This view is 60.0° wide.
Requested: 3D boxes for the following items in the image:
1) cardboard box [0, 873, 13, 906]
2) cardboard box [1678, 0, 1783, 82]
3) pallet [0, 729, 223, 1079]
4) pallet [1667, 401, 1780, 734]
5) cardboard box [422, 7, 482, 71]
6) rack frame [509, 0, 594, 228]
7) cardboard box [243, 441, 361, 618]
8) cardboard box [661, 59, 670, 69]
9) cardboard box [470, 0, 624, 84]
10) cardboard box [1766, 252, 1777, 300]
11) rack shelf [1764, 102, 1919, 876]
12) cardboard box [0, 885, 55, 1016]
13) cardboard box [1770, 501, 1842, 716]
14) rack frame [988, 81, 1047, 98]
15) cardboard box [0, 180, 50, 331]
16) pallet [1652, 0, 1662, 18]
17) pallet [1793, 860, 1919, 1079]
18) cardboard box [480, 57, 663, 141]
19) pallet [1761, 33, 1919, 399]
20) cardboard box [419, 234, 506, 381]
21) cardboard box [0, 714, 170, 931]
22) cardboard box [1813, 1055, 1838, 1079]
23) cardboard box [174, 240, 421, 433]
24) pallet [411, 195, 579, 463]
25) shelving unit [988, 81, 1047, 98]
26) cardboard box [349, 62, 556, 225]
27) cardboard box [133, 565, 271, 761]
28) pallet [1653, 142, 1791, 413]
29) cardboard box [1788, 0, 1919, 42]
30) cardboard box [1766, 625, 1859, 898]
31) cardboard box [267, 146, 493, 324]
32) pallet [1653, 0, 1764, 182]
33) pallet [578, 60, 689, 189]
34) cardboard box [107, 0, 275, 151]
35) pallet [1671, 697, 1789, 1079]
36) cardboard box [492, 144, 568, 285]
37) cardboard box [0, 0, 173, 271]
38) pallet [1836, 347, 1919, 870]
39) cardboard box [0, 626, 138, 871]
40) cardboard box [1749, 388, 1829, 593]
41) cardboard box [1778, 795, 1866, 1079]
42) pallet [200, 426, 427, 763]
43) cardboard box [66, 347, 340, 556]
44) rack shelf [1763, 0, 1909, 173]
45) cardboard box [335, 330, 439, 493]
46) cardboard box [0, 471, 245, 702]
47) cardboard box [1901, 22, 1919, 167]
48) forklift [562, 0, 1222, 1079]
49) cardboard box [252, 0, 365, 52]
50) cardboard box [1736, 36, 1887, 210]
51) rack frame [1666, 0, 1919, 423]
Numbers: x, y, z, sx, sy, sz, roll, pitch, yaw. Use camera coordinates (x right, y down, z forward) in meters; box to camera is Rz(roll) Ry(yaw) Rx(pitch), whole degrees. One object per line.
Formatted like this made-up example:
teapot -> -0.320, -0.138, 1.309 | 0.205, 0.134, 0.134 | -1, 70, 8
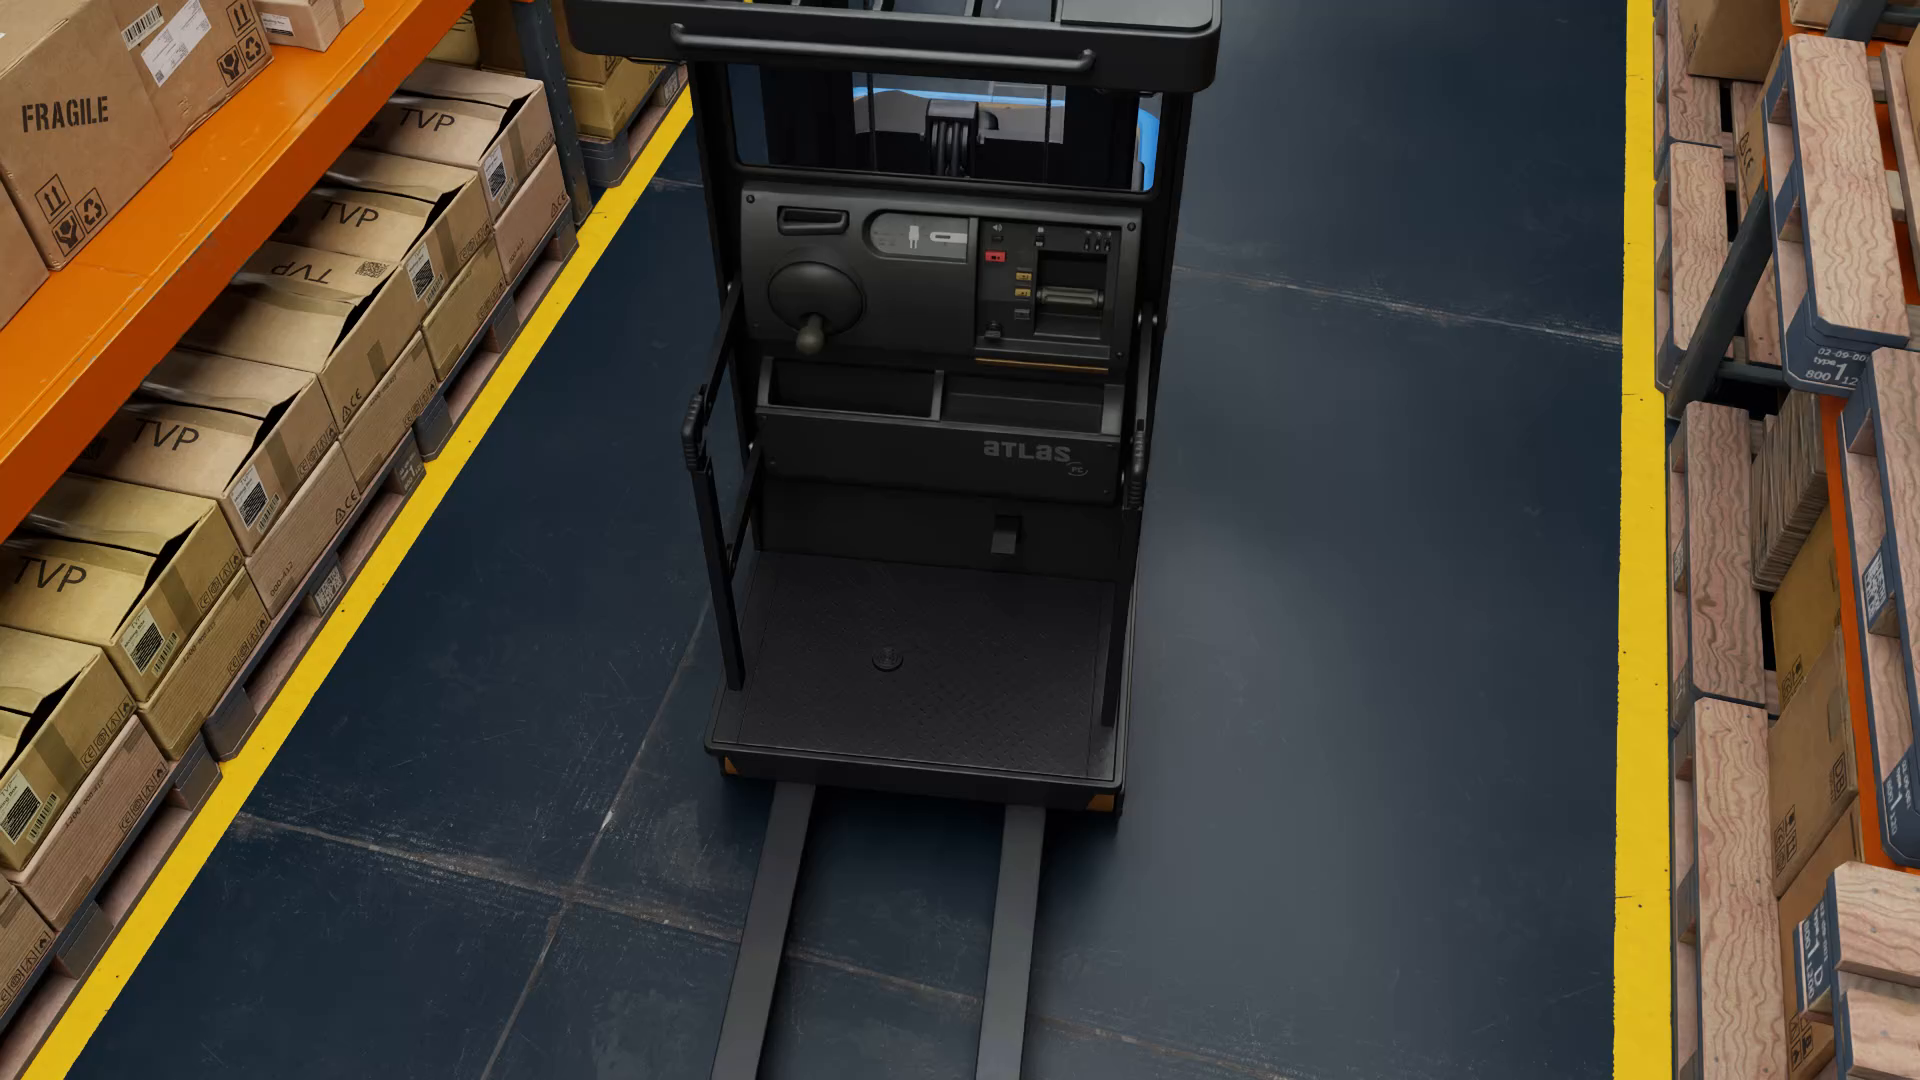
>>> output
cardboard box -> -2.533, 0.842, 3.686 | 0.500, 0.311, 0.500 | 13, 50, 11
cardboard box -> 3.271, -2.137, 6.509 | 0.700, 0.500, 0.500 | 9, 49, 8
pallet -> -2.700, 0.912, 4.304 | 1.003, 0.211, 1.213 | 12, 50, 10
pallet -> 2.675, 0.145, 4.981 | 1.003, 0.211, 1.213 | 12, 50, 10
cardboard box -> -1.991, -1.924, 6.501 | 0.500, 0.250, 0.500 | 12, 50, 10
rack frame -> -1.902, -2.316, 5.293 | 1.000, 3.000, 0.127 | 12, 50, 10
cardboard box -> -2.136, -0.084, 4.878 | 0.500, 0.250, 0.500 | 12, 50, 11
cardboard box -> -1.351, -2.181, 6.728 | 0.500, 0.250, 0.500 | 12, 50, 10
cardboard box -> -1.478, -2.067, 6.127 | 0.500, 0.500, 0.500 | 12, 50, 10
cardboard box -> 2.990, -0.942, 5.677 | 0.380, 0.166, 0.250 | 6, 49, 5
rack shelf -> 2.352, 0.344, 3.426 | 1.077, 0.370, 4.000 | 12, 50, 10
cardboard box -> -2.533, 1.027, 3.896 | 0.500, 0.250, 0.500 | 11, 50, 10
cardboard box -> 2.613, 0.260, 4.394 | 0.700, 0.500, 0.500 | 11, 49, 9
rack frame -> 0.185, -1.412, 6.245 | 0.240, 0.006, 1.200 | 4, 49, 4
cardboard box -> -2.529, -0.673, 3.776 | 0.500, 0.500, 0.500 | 9, 49, 8
pallet -> 3.663, -2.676, 7.471 | 1.003, 0.211, 1.213 | 12, 50, 10
pallet -> 1.910, 1.079, 2.425 | 1.213, 0.211, 1.003 | 12, 50, 10
cardboard box -> -1.487, -1.821, 6.410 | 0.500, 0.250, 0.500 | 12, 50, 10
pallet -> 2.537, -0.754, 4.042 | 1.003, 0.211, 1.213 | 12, 50, 10
cardboard box -> -1.866, -0.822, 5.529 | 0.500, 0.250, 0.500 | 11, 49, 9
cardboard box -> -2.402, 0.664, 4.217 | 0.500, 0.250, 0.500 | 10, 49, 9
cardboard box -> 2.212, 1.353, 3.429 | 0.700, 0.500, 0.500 | 11, 50, 10
cardboard box -> -1.996, -0.643, 4.997 | 0.500, 0.311, 0.500 | 11, 50, 10
pallet -> -2.058, -0.853, 5.862 | 1.003, 0.211, 1.213 | 12, 50, 10
shelving unit -> 0.185, -1.352, 6.314 | 0.258, 0.189, 1.200 | 4, 49, 4
cardboard box -> -1.732, -1.381, 5.648 | 0.500, 0.311, 0.500 | 12, 50, 10
cardboard box -> -2.271, 0.286, 4.550 | 0.500, 0.250, 0.500 | 10, 49, 9
pallet -> 3.021, -0.911, 5.913 | 1.003, 0.211, 1.213 | 12, 50, 10
cardboard box -> 2.710, -1.700, 4.837 | 0.500, 0.250, 0.500 | 12, 50, 10
cardboard box -> 2.440, 0.621, 4.075 | 0.700, 0.500, 0.500 | 12, 50, 10
cardboard box -> -1.863, -1.004, 5.315 | 0.500, 0.311, 0.500 | 13, 50, 11
pallet -> 3.340, -1.796, 6.695 | 1.003, 0.211, 1.213 | 12, 50, 10
pallet -> -1.652, -1.960, 6.839 | 1.003, 0.211, 1.213 | 12, 50, 10
cardboard box -> -2.258, -1.416, 4.432 | 0.500, 0.500, 0.500 | 15, 50, 13
pallet -> 2.356, 1.030, 4.200 | 1.003, 0.211, 1.213 | 12, 50, 10
cardboard box -> -1.731, -1.188, 5.852 | 0.500, 0.250, 0.500 | 11, 50, 10
cardboard box -> -2.390, -1.053, 4.112 | 0.500, 0.500, 0.500 | 12, 50, 10
pallet -> 2.307, 0.176, 3.222 | 1.003, 0.211, 1.213 | 12, 50, 10
cardboard box -> -2.403, 0.460, 4.023 | 0.500, 0.311, 0.500 | 10, 49, 9
cardboard box -> 2.701, -0.124, 4.732 | 0.700, 0.500, 0.500 | 13, 50, 11
cardboard box -> 2.316, 0.988, 3.751 | 0.700, 0.500, 0.500 | 11, 50, 10
pallet -> -2.377, 0.033, 5.080 | 1.003, 0.211, 1.213 | 12, 50, 10
cardboard box -> -2.132, -0.280, 4.676 | 0.500, 0.311, 0.500 | 11, 49, 10
rack shelf -> 3.405, -2.550, 5.979 | 1.077, 0.370, 4.000 | 12, 50, 10
cardboard box -> -2.000, -0.452, 5.202 | 0.500, 0.250, 0.500 | 13, 50, 11
cardboard box -> -2.267, 0.092, 4.348 | 0.500, 0.311, 0.500 | 10, 49, 9
cardboard box -> 2.711, -1.158, 3.912 | 0.700, 0.500, 0.500 | 12, 50, 10
forklift -> -0.073, -0.505, 3.741 | 1.130, 2.935, 3.031 | 5, 49, 4
cardboard box -> -1.956, -1.599, 4.750 | 0.396, 0.266, 0.258 | 10, 49, 9
cardboard box -> 3.113, -1.418, 5.875 | 0.500, 0.500, 0.500 | 8, 49, 7
rack frame -> 2.878, -1.341, 4.433 | 1.000, 3.000, 0.127 | 12, 50, 10
